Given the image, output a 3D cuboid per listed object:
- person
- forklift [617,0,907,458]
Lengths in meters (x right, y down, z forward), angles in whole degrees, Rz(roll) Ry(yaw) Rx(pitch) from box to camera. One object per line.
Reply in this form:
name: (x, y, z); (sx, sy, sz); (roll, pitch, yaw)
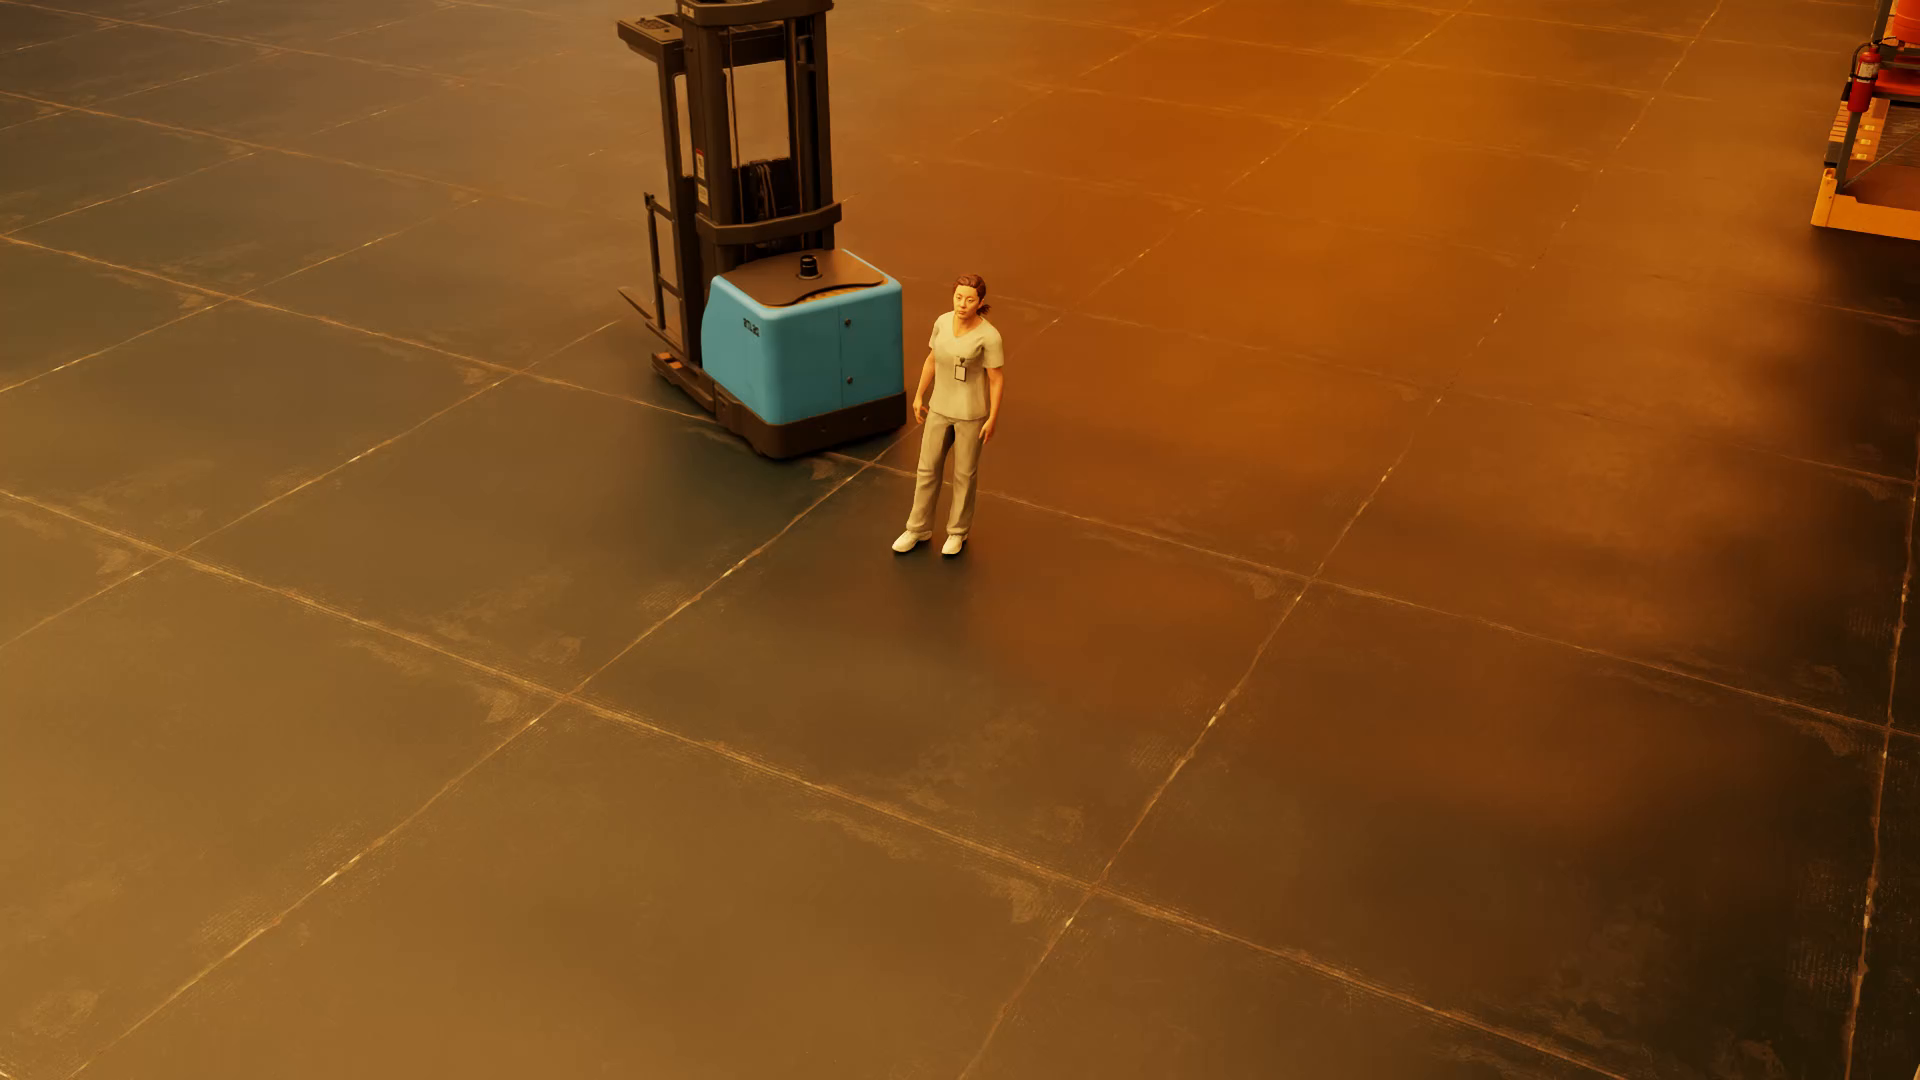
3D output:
person: (-0.048, -0.704, 9.530); (0.549, 1.675, 0.549); (15, 33, 25)
forklift: (-1.573, -2.493, 11.391); (1.130, 2.935, 3.031); (-18, 34, -28)
